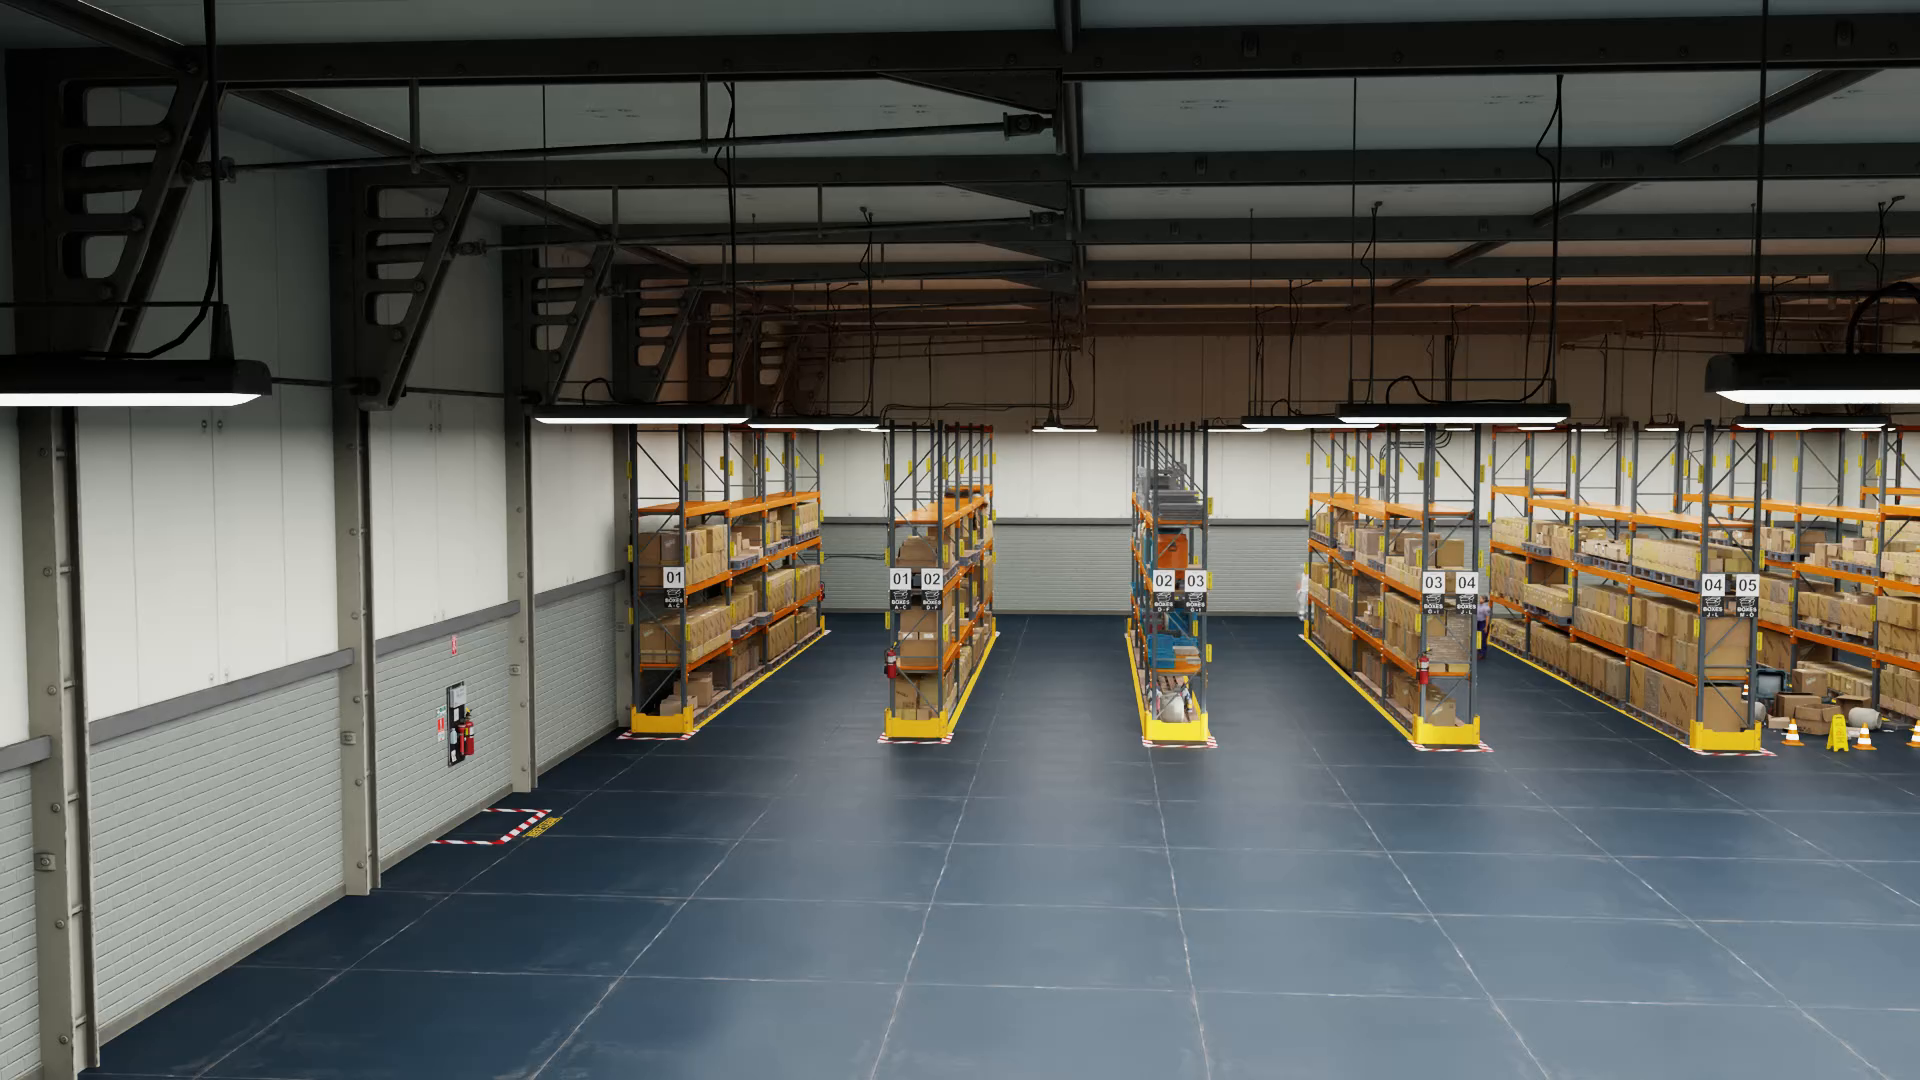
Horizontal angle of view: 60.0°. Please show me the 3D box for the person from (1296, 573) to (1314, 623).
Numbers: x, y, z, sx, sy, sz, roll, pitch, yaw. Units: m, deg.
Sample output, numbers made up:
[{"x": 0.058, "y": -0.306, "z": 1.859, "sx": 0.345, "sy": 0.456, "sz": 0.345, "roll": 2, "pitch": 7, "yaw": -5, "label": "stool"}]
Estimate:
[{"x": 10.598, "y": 1.636, "z": 50.793, "sx": 0.635, "sy": 1.807, "sz": 0.392, "roll": 0, "pitch": 4, "yaw": 5, "label": "person"}]

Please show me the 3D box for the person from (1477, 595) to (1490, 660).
[{"x": 13.308, "y": 2.222, "z": 42.525, "sx": 0.542, "sy": 1.650, "sz": 0.492, "roll": -2, "pitch": 4, "yaw": -33, "label": "person"}]

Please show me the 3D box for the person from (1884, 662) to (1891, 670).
[{"x": 22.545, "y": 2.364, "z": 40.002, "sx": 0.970, "sy": 1.608, "sz": 0.391, "roll": -3, "pitch": 5, "yaw": -43, "label": "person"}]
